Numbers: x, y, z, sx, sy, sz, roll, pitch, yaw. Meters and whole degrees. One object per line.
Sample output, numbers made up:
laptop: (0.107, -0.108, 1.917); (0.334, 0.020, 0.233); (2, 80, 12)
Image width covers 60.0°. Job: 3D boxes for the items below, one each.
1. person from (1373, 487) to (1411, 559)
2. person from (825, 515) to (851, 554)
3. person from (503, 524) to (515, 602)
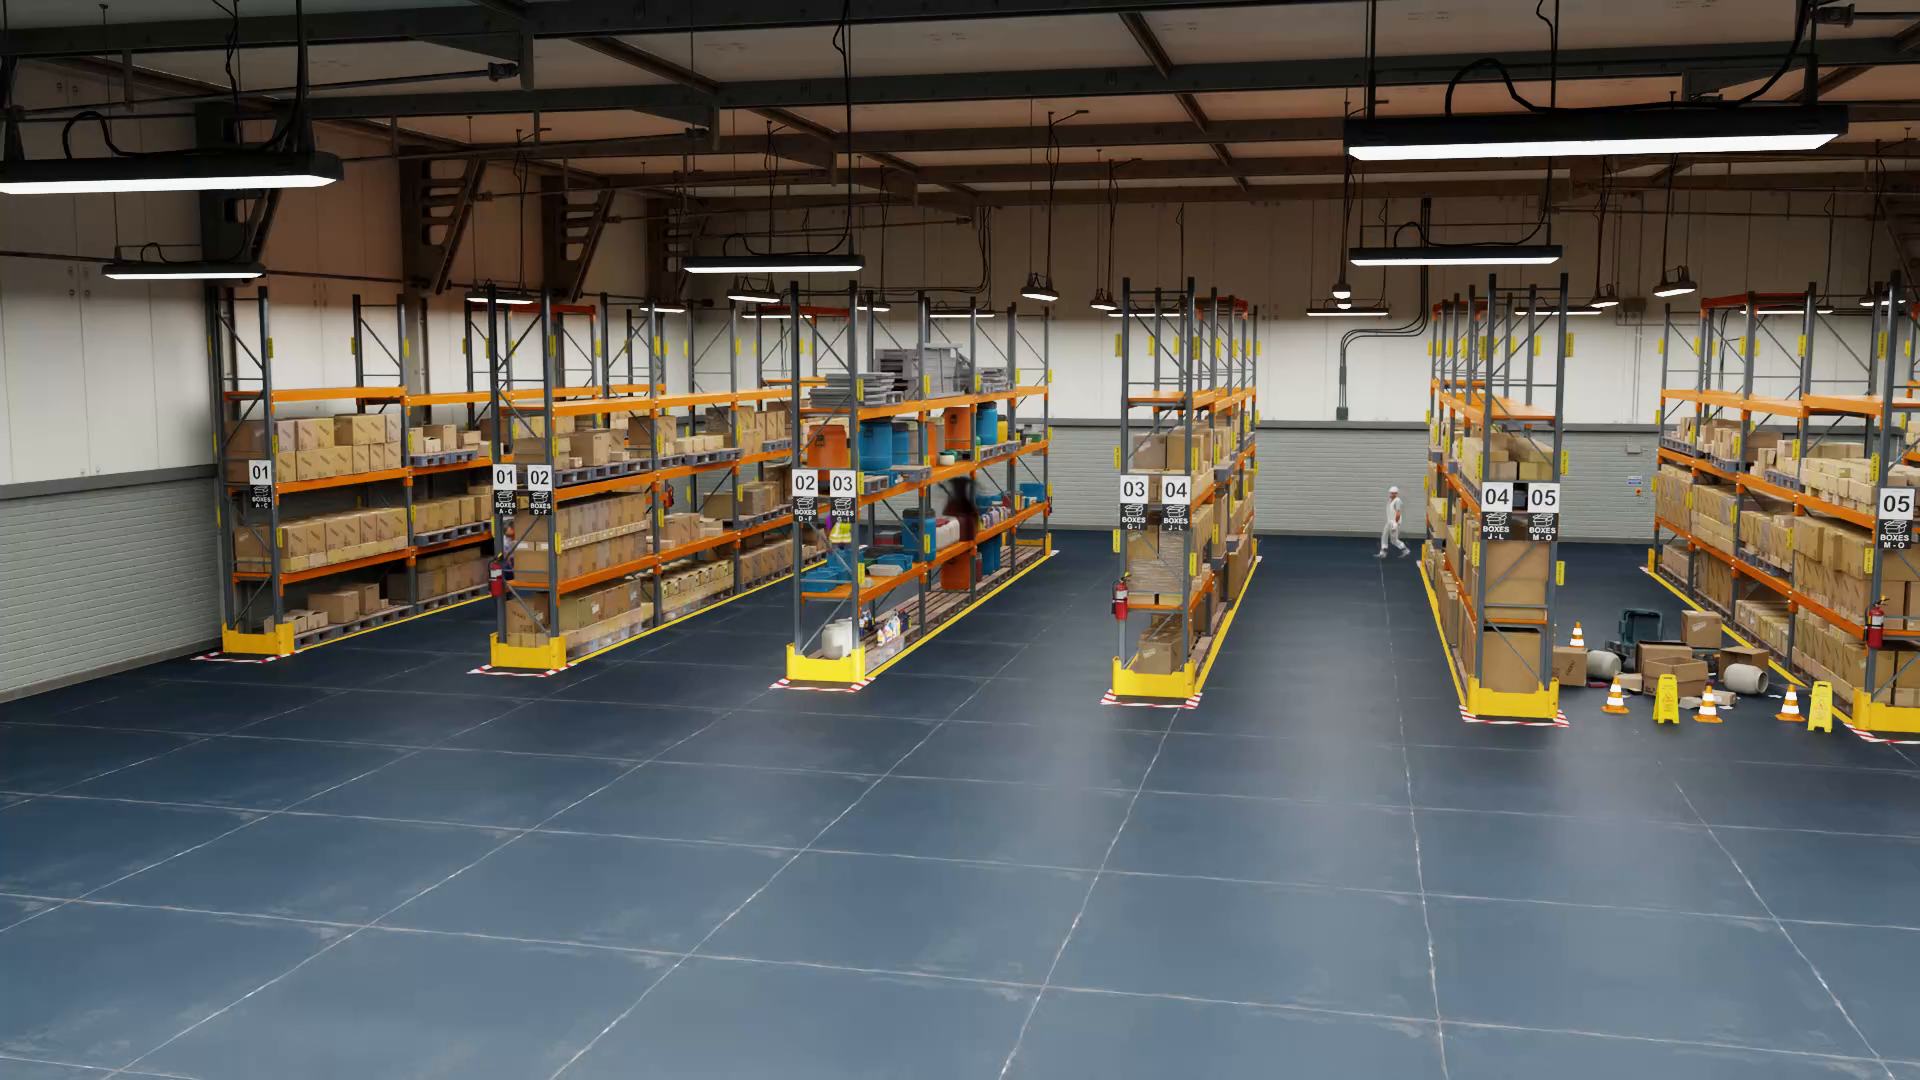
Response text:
person: (10.297, -0.399, 39.519); (0.869, 1.758, 0.726); (1, 7, 5)
person: (-2.395, 0.094, 32.830); (0.615, 1.819, 0.536); (-2, 7, -17)
person: (-8.674, 0.531, 31.902); (0.466, 1.684, 0.503); (-5, 9, -39)
